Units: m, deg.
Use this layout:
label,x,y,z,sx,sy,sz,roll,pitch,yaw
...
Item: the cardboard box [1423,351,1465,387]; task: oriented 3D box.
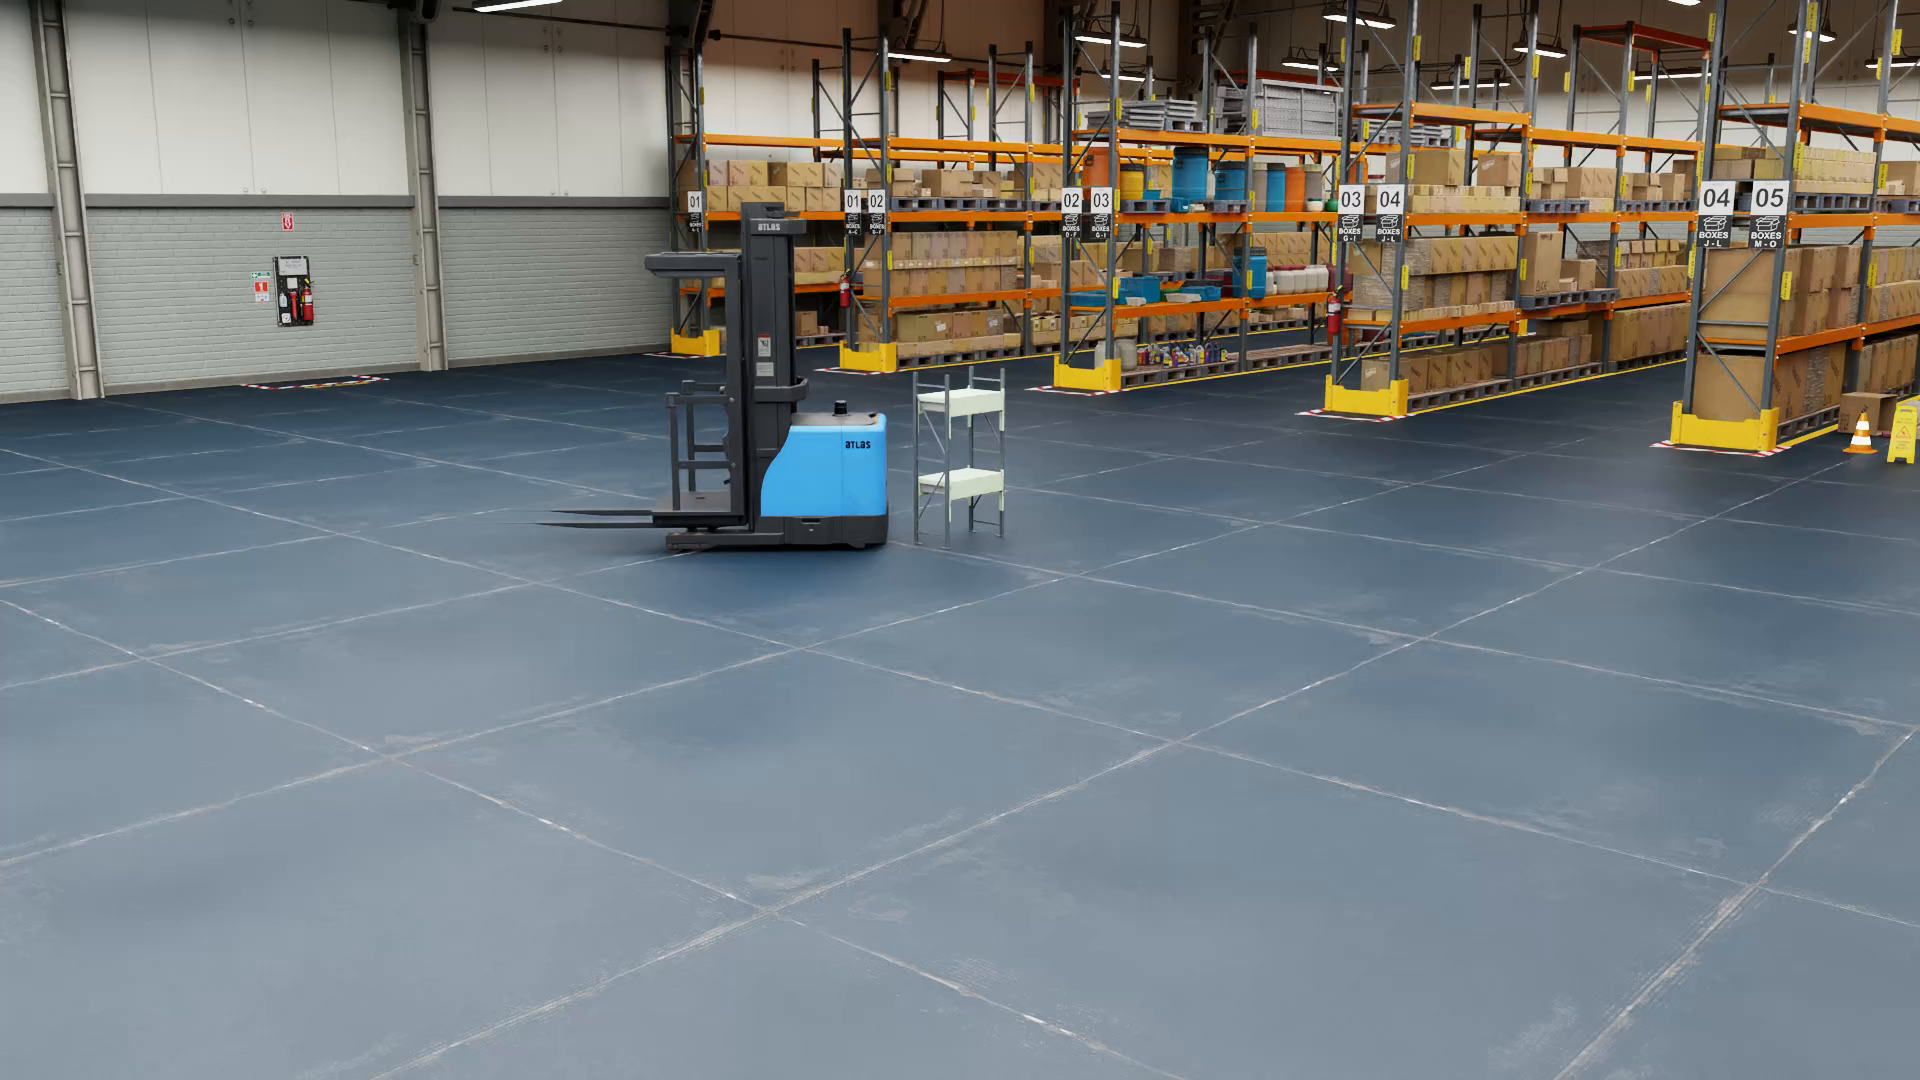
label,x,y,z,sx,sy,sz,roll,pitch,yaw
cardboard box,7.401,-2.627,25.515,0.500,0.500,0.500,8,14,35

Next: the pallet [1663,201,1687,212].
label,x,y,z,sx,sy,sz,roll,pitch,yaw
pallet,13.131,-6.300,31.426,0.805,0.209,1.217,9,14,38

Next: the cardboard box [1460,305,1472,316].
label,x,y,z,sx,sy,sz,roll,pitch,yaw
cardboard box,7.496,-3.476,25.096,0.380,0.149,0.250,10,15,40

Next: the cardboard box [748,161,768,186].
label,x,y,z,sx,sy,sz,roll,pitch,yaw
cardboard box,-4.249,-7.410,33.633,0.500,0.500,0.500,10,15,42

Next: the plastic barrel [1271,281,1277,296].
label,x,y,z,sx,sy,sz,roll,pitch,yaw
plastic barrel,5.687,-4.635,30.611,0.301,0.262,0.301,0,11,0

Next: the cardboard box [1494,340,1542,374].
label,x,y,z,sx,sy,sz,roll,pitch,yaw
cardboard box,9.169,-3.033,27.495,0.700,0.500,0.500,10,15,40

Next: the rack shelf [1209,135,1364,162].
label,x,y,z,sx,sy,sz,roll,pitch,yaw
rack shelf,6.018,-7.215,30.717,1.077,0.370,4.000,10,15,40

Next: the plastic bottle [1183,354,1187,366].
label,x,y,z,sx,sy,sz,roll,pitch,yaw
plastic bottle,3.846,-3.089,28.539,0.097,0.201,0.097,0,11,0

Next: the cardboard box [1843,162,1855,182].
label,x,y,z,sx,sy,sz,roll,pitch,yaw
cardboard box,11.280,-4.776,21.603,0.500,0.250,0.500,10,15,40

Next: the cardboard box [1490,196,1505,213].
label,x,y,z,sx,sy,sz,roll,pitch,yaw
cardboard box,7.961,-5.108,25.353,0.500,0.250,0.500,10,15,42

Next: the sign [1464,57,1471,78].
label,x,y,z,sx,sy,sz,roll,pitch,yaw
sign,7.998,-7.436,26.176,0.100,0.325,0.005,10,15,40

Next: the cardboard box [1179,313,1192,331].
label,x,y,z,sx,sy,sz,roll,pitch,yaw
cardboard box,4.811,-4.928,36.985,0.500,0.500,0.500,10,15,40

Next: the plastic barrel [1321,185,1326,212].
label,x,y,z,sx,sy,sz,roll,pitch,yaw
plastic barrel,6.903,-6.636,32.333,0.421,0.512,0.421,0,11,0

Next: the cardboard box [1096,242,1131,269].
label,x,y,z,sx,sy,sz,roll,pitch,yaw
cardboard box,3.866,-7.425,43.464,0.980,0.700,0.700,9,14,38

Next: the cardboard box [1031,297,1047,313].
label,x,y,z,sx,sy,sz,roll,pitch,yaw
cardboard box,1.621,-5.894,40.977,0.750,0.750,0.750,10,15,42

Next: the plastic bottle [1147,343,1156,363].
label,x,y,z,sx,sy,sz,roll,pitch,yaw
plastic bottle,3.325,-3.262,29.023,0.144,0.351,0.185,11,15,43

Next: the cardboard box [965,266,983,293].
label,x,y,z,sx,sy,sz,roll,pitch,yaw
cardboard box,0.014,-5.000,31.830,0.700,0.500,0.500,10,15,41

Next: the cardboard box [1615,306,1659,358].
label,x,y,z,sx,sy,sz,roll,pitch,yaw
cardboard box,12.124,-3.869,30.775,1.225,0.875,0.875,10,15,41

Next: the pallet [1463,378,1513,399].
label,x,y,z,sx,sy,sz,roll,pitch,yaw
pallet,8.002,-2.416,26.271,1.003,0.211,1.213,10,15,40

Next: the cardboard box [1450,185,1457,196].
label,x,y,z,sx,sy,sz,roll,pitch,yaw
cardboard box,7.018,-5.089,24.240,0.380,0.149,0.250,9,14,38

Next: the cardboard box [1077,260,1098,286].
label,x,y,z,sx,sy,sz,roll,pitch,yaw
cardboard box,2.525,-5.557,34.621,0.500,0.500,0.500,9,14,37

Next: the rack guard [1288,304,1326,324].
label,x,y,z,sx,sy,sz,roll,pitch,yaw
rack guard,8.851,-5.697,41.959,1.175,0.500,0.348,10,15,40

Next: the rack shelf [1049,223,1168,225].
label,x,y,z,sx,sy,sz,roll,pitch,yaw
rack shelf,3.857,-8.398,43.277,1.077,0.370,4.000,10,15,40

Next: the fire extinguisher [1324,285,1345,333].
label,x,y,z,sx,sy,sz,roll,pitch,yaw
fire extinguisher,5.356,-3.304,23.790,0.296,0.674,0.183,10,15,40

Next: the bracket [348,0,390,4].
label,x,y,z,sx,sy,sz,roll,pitch,yaw
bracket,-11.252,-8.771,26.458,0.076,0.066,4.783,10,15,40

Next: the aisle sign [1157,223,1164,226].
label,x,y,z,sx,sy,sz,roll,pitch,yaw
aisle sign,5.450,-8.821,44.578,0.394,0.787,0.004,10,15,40

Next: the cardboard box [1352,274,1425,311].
label,x,y,z,sx,sy,sz,roll,pitch,yaw
cardboard box,6.162,-3.571,23.917,0.875,0.500,0.500,10,15,40

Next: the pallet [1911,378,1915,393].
label,x,y,z,sx,sy,sz,roll,pitch,yaw
pallet,15.235,-2.567,27.024,1.003,0.211,1.213,10,15,40

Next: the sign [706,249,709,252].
label,x,y,z,sx,sy,sz,roll,pitch,yaw
sign,-4.977,-5.574,32.752,0.100,0.325,0.005,10,15,40

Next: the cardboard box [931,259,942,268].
label,x,y,z,sx,sy,sz,roll,pitch,yaw
cardboard box,-0.560,-5.129,30.822,0.380,0.149,0.250,9,14,38

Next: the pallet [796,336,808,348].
label,x,y,z,sx,sy,sz,roll,pitch,yaw
pallet,-3.966,-4.157,34.987,1.003,0.211,1.213,10,15,40

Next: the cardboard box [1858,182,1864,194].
label,x,y,z,sx,sy,sz,roll,pitch,yaw
cardboard box,11.741,-4.664,22.058,0.380,0.149,0.250,10,15,41

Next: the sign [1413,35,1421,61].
label,x,y,z,sx,sy,sz,roll,pitch,yaw
sign,6.185,-6.667,22.531,0.100,0.325,0.005,10,15,40

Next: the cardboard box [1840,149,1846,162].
label,x,y,z,sx,sy,sz,roll,pitch,yaw
cardboard box,11.073,-4.906,21.237,0.380,0.149,0.250,10,15,41

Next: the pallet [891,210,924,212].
label,x,y,z,sx,sy,sz,roll,pitch,yaw
pallet,-1.574,-7.417,37.011,1.213,0.211,1.003,10,15,40

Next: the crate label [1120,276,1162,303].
label,x,y,z,sx,sy,sz,roll,pitch,yaw
crate label,3.069,-4.262,28.302,0.502,0.435,0.616,10,15,40

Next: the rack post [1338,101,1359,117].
label,x,y,z,sx,sy,sz,roll,pitch,yaw
rack post,7.779,-8.438,32.667,0.624,0.289,0.986,10,15,40

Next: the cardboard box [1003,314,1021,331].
label,x,y,z,sx,sy,sz,roll,pitch,yaw
cardboard box,1.031,-4.398,33.588,0.500,0.311,0.500,10,15,40

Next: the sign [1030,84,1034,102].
label,x,y,z,sx,sy,sz,roll,pitch,yaw
sign,1.380,-8.571,31.859,0.100,0.325,0.005,10,15,40

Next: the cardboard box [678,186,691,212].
label,x,y,z,sx,sy,sz,roll,pitch,yaw
cardboard box,-5.299,-6.844,33.354,0.500,0.500,0.500,-11,16,-43

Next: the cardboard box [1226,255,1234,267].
label,x,y,z,sx,sy,sz,roll,pitch,yaw
cardboard box,6.398,-6.501,39.348,0.500,0.500,0.500,10,15,41

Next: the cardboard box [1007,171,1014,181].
label,x,y,z,sx,sy,sz,roll,pitch,yaw
cardboard box,1.504,-8.893,40.628,0.500,0.250,0.500,9,15,39

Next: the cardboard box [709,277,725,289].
label,x,y,z,sx,sy,sz,roll,pitch,yaw
cardboard box,-4.824,-5.187,33.355,0.500,0.250,0.500,9,15,39

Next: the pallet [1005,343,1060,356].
label,x,y,z,sx,sy,sz,roll,pitch,yaw
pallet,1.437,-3.915,33.772,1.003,0.211,1.213,10,15,40

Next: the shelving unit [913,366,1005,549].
label,x,y,z,sx,sy,sz,roll,pitch,yaw
shelving unit,-0.004,-0.734,14.559,0.431,1.500,0.755,10,15,40

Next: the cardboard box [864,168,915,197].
label,x,y,z,sx,sy,sz,roll,pitch,yaw
cardboard box,-1.278,-6.460,30.046,0.637,0.503,0.797,-11,16,-44

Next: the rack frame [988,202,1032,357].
label,x,y,z,sx,sy,sz,roll,pitch,yaw
rack frame,0.980,-5.169,32.931,1.000,3.000,0.127,10,15,40

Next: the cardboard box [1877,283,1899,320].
label,x,y,z,sx,sy,sz,roll,pitch,yaw
cardboard box,13.291,-3.470,24.173,0.500,0.500,0.500,10,15,40

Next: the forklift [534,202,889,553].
label,x,y,z,sx,sy,sz,roll,pitch,yaw
forklift,-2.156,-1.435,14.412,3.031,2.935,1.130,0,11,-1

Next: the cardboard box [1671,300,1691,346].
label,x,y,z,sx,sy,sz,roll,pitch,yaw
cardboard box,14.195,-4.315,33.010,0.875,0.875,0.875,10,15,40

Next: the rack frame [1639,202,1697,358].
label,x,y,z,sx,sy,sz,roll,pitch,yaw
rack frame,13.699,-5.064,32.408,1.000,3.000,0.127,10,15,40

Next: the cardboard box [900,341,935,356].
label,x,y,z,sx,sy,sz,roll,pitch,yaw
cardboard box,-0.813,-3.562,30.834,0.500,0.250,0.500,10,15,40

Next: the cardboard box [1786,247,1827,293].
label,x,y,z,sx,sy,sz,roll,pitch,yaw
cardboard box,10.477,-3.453,21.201,0.875,0.550,0.550,10,15,40

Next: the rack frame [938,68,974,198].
label,x,y,z,sx,sy,sz,roll,pitch,yaw
rack frame,-0.104,-9.339,38.493,1.000,3.000,0.127,10,15,40

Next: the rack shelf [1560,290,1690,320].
label,x,y,z,sx,sy,sz,roll,pitch,yaw
rack shelf,12.379,-4.417,31.006,1.077,0.370,4.000,10,15,40

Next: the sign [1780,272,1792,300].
label,x,y,z,sx,sy,sz,roll,pitch,yaw
sign,9.850,-3.033,19.827,0.100,0.325,0.005,10,15,40

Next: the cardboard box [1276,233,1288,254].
label,x,y,z,sx,sy,sz,roll,pitch,yaw
cardboard box,7.463,-7.069,39.640,0.500,0.500,0.500,9,15,39
